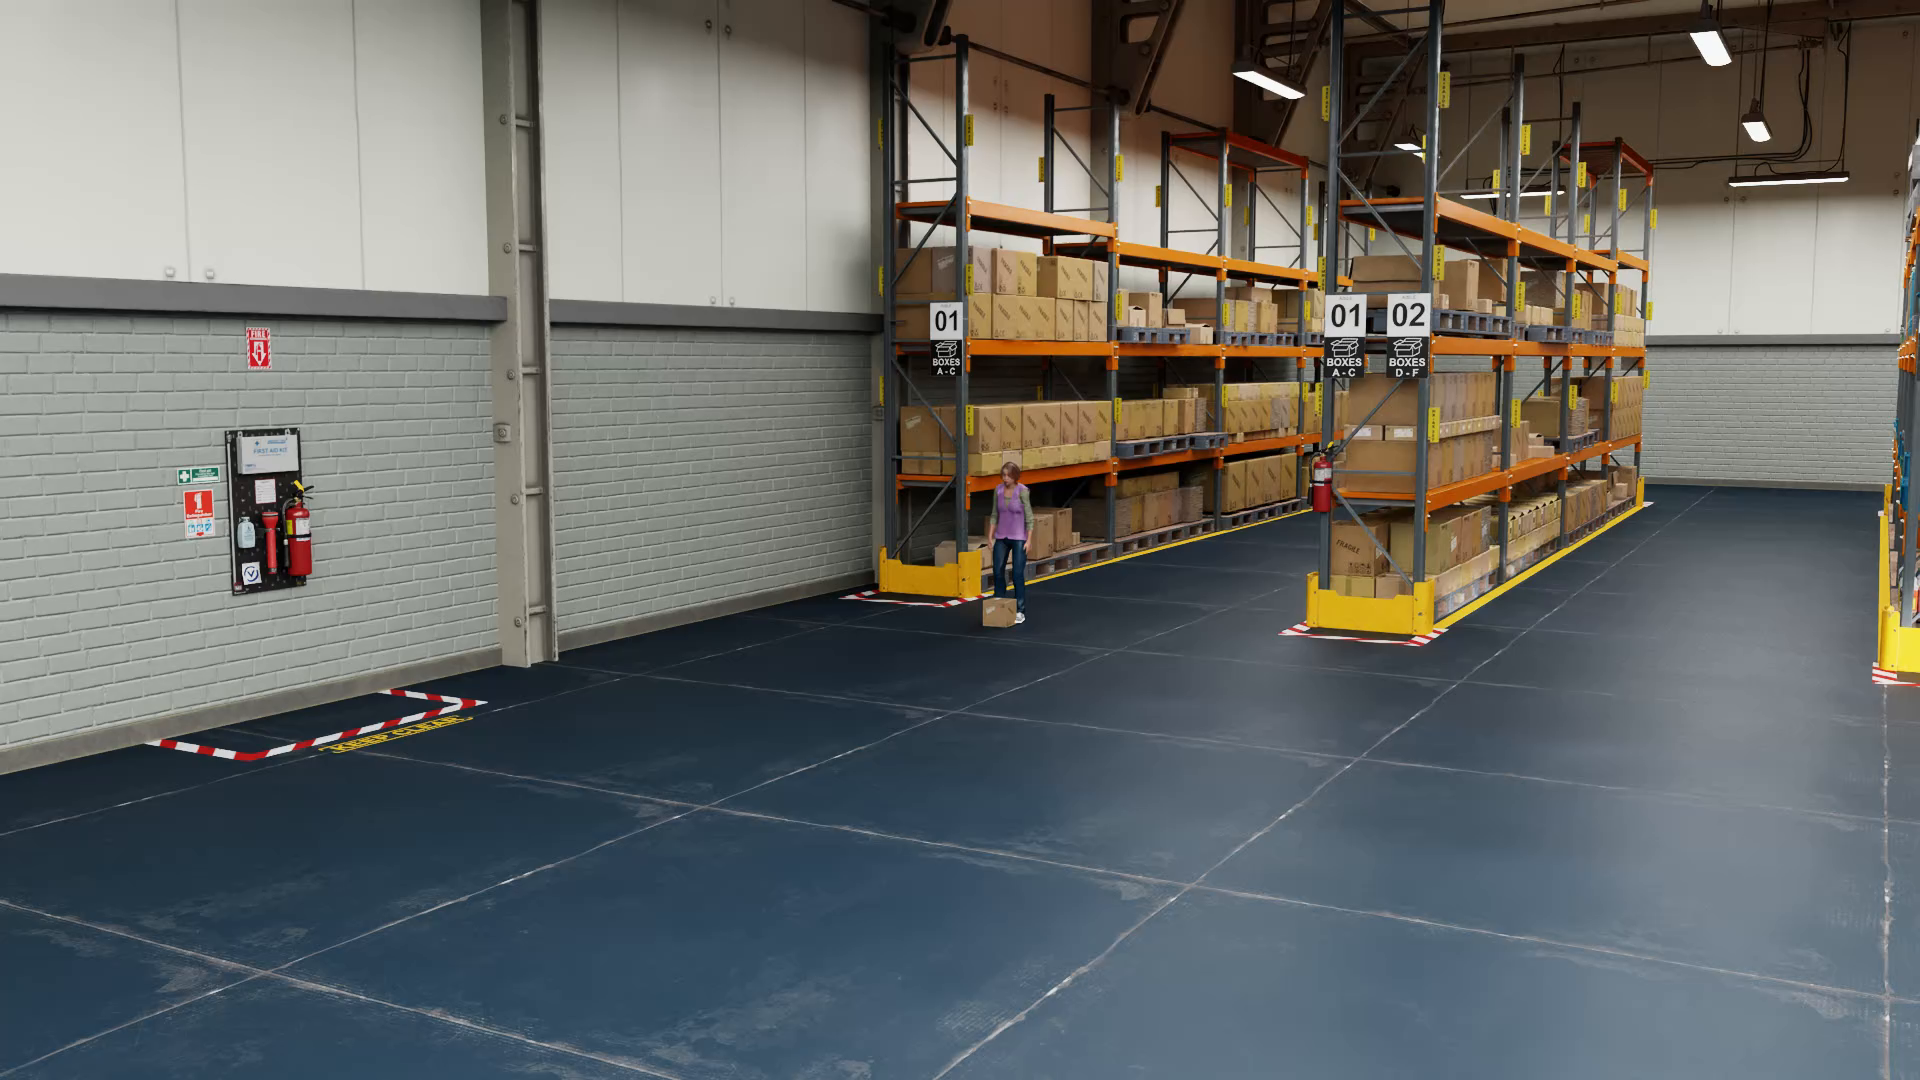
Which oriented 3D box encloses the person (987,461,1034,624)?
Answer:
[{"bbox_3d":[0.498,0.018,16.396,0.481,1.593,0.343,3,7,26],"label":"person"}]
